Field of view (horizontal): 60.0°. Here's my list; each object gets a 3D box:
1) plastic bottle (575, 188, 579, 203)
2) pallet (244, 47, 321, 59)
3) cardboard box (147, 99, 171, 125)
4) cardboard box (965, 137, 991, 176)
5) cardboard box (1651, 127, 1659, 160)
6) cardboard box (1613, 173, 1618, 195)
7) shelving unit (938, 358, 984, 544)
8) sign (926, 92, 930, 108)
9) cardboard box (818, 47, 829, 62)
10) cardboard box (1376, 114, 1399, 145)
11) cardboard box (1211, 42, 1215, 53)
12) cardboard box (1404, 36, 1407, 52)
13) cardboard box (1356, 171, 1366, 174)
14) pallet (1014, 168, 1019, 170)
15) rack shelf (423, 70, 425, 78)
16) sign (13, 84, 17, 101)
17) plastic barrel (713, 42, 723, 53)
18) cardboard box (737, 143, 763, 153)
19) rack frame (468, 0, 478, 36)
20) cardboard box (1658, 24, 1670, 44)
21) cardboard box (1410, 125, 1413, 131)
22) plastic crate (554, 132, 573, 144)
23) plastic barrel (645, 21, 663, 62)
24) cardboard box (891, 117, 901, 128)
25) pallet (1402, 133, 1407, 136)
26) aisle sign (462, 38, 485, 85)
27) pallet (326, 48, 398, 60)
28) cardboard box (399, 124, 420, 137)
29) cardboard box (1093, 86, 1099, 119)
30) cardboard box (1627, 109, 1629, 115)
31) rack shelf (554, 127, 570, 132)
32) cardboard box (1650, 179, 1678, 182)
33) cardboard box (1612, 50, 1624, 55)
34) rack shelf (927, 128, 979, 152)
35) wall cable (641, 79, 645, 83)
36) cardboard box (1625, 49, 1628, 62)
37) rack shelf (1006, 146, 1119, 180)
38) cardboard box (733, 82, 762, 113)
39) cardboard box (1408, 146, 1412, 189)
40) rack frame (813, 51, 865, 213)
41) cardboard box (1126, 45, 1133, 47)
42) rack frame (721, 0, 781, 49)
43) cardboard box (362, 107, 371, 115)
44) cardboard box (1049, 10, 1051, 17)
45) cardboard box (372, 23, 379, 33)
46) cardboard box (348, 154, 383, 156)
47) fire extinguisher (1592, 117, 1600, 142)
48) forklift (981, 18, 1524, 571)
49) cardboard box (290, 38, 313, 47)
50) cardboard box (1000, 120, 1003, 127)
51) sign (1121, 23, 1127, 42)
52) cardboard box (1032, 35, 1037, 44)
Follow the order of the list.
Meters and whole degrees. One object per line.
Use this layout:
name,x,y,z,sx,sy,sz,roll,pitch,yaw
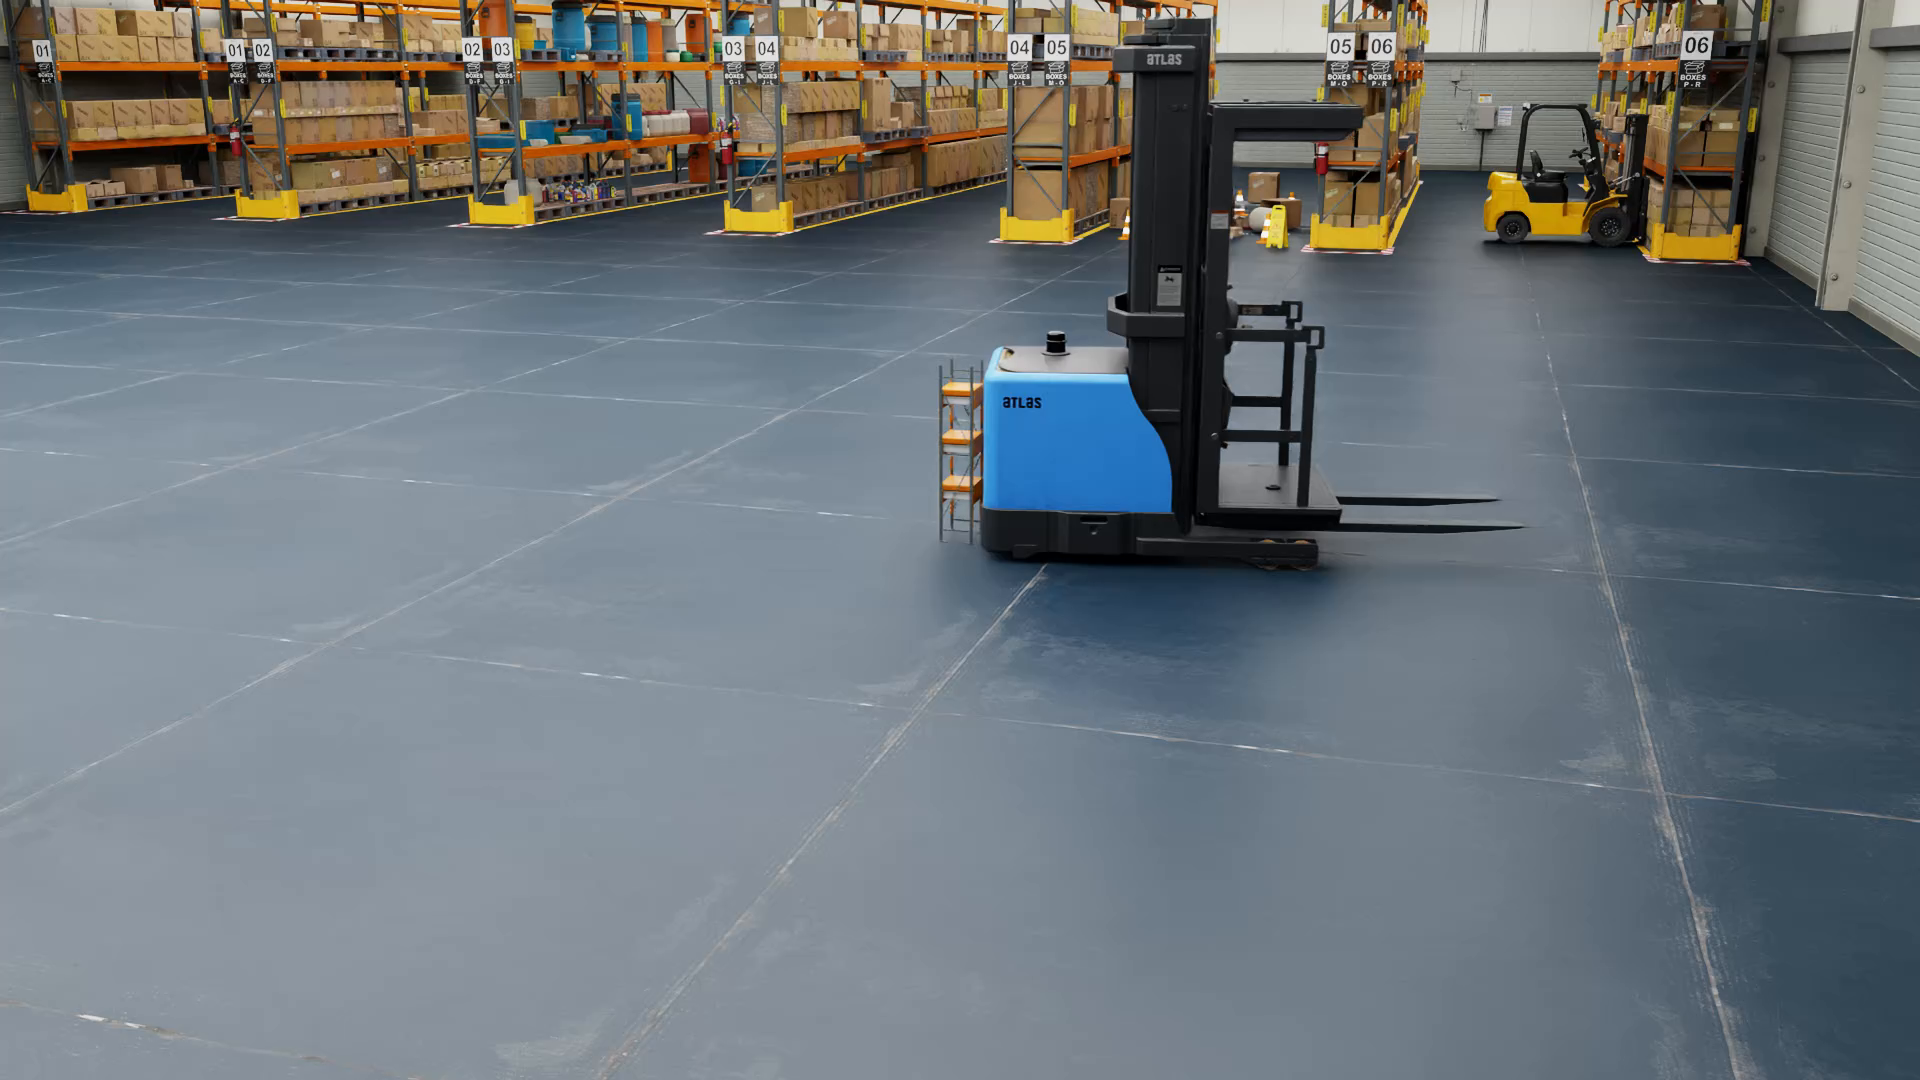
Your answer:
plastic bottle,-7.311,-6.570,31.689,0.097,0.271,0.097,0,16,0
pallet,-12.745,-9.100,31.079,1.003,0.211,1.213,5,16,16
cardboard box,-16.712,-8.834,34.343,0.500,0.500,0.500,4,16,14
cardboard box,0.201,-9.233,40.007,0.875,0.875,0.875,5,16,16
cardboard box,11.110,-6.193,25.984,0.500,0.500,0.500,5,17,16
cardboard box,13.128,-6.944,32.627,0.500,0.500,0.500,4,16,15
shelving unit,0.009,-0.519,9.734,0.215,1.050,0.252,4,16,14
sign,-0.677,-9.319,35.211,0.100,0.325,0.005,5,16,16
cardboard box,-2.661,-8.625,29.519,0.500,0.250,0.500,5,17,18
cardboard box,6.994,-6.809,27.611,0.500,0.500,0.500,5,17,17
cardboard box,5.913,-11.993,40.477,0.500,0.250,0.500,4,16,14
cardboard box,7.297,-8.402,28.188,0.500,0.250,0.500,4,16,15
cardboard box,6.738,-6.131,28.845,0.500,0.500,0.500,5,17,19
pallet,0.921,-9.376,42.499,1.003,0.211,1.213,5,16,16
rack shelf,-13.742,-12.659,44.784,1.077,0.370,4.000,5,16,16
sign,-18.247,-8.657,32.151,0.100,0.325,0.005,5,16,16
plastic barrel,-5.427,-11.054,37.322,0.294,0.245,0.294,0,16,0
cardboard box,-3.590,-6.717,28.473,0.380,0.149,0.250,5,16,16
rack frame,-10.697,-12.495,37.392,1.000,3.000,0.127,5,16,16
cardboard box,11.455,-8.093,26.577,0.500,0.311,0.500,5,17,17
cardboard box,9.406,-8.776,35.547,0.500,0.250,0.500,4,16,15
plastic crate,-7.742,-7.742,32.017,0.450,0.188,0.662,5,16,16
plastic barrel,-6.576,-10.505,35.083,0.600,0.830,0.708,5,16,16
cardboard box,-1.415,-8.520,33.847,0.396,0.266,0.258,4,16,14
pallet,7.778,-7.458,30.978,1.003,0.211,1.213,5,16,16
aisle sign,-8.528,-8.386,29.133,0.394,0.787,0.004,5,16,16
pallet,-12.051,-9.738,33.330,1.003,0.211,1.213,5,16,16
cardboard box,-11.736,-8.623,35.007,0.500,0.250,0.500,6,17,19
cardboard box,1.922,-7.597,28.861,0.875,0.550,0.550,5,16,16
cardboard box,12.688,-7.987,31.120,0.380,0.149,0.250,5,17,18
rack shelf,-10.129,-9.786,40.153,1.077,0.370,4.000,5,16,16
cardboard box,11.201,-5.635,26.636,0.500,0.250,0.500,5,17,18
cardboard box,14.095,-10.394,35.209,0.500,0.250,0.500,5,16,16
rack shelf,-0.632,-9.017,37.441,1.077,0.370,4.000,5,16,16
wall cable,-11.224,-14.930,51.664,3.097,2.526,0.112,5,16,16
cardboard box,13.117,-9.343,32.050,0.500,0.250,0.500,5,16,16
rack shelf,1.822,-6.513,28.613,1.077,0.370,4.000,5,16,16
cardboard box,-3.554,-7.582,28.503,0.500,0.500,0.500,5,16,16
cardboard box,9.089,-7.892,35.282,0.875,0.875,0.875,5,17,17
rack frame,-2.337,-7.793,31.809,1.000,3.000,0.127,5,16,16
cardboard box,3.038,-9.301,31.135,0.380,0.149,0.250,5,16,16
rack frame,-3.474,-9.633,27.301,1.000,3.000,0.127,5,16,16
cardboard box,-11.996,-8.569,33.171,0.380,0.149,0.250,5,16,16
cardboard box,1.313,-8.672,27.454,0.380,0.149,0.250,5,17,16
cardboard box,-14.829,-12.737,41.376,0.500,0.250,0.500,4,16,14
cardboard box,-12.266,-7.706,34.394,0.500,0.500,0.500,5,16,16
fire extinguisher,14.934,-9.638,39.138,0.296,0.674,0.183,5,16,16
forklift,1.663,-1.391,9.364,3.031,2.935,1.130,1,16,4
cardboard box,-12.467,-9.402,31.417,0.380,0.149,0.250,5,16,16
cardboard box,0.853,-10.293,41.083,0.380,0.149,0.250,5,17,17
sign,2.922,-9.070,29.719,0.100,0.325,0.005,5,16,16
cardboard box,1.023,-8.021,26.623,0.380,0.149,0.250,5,16,16
